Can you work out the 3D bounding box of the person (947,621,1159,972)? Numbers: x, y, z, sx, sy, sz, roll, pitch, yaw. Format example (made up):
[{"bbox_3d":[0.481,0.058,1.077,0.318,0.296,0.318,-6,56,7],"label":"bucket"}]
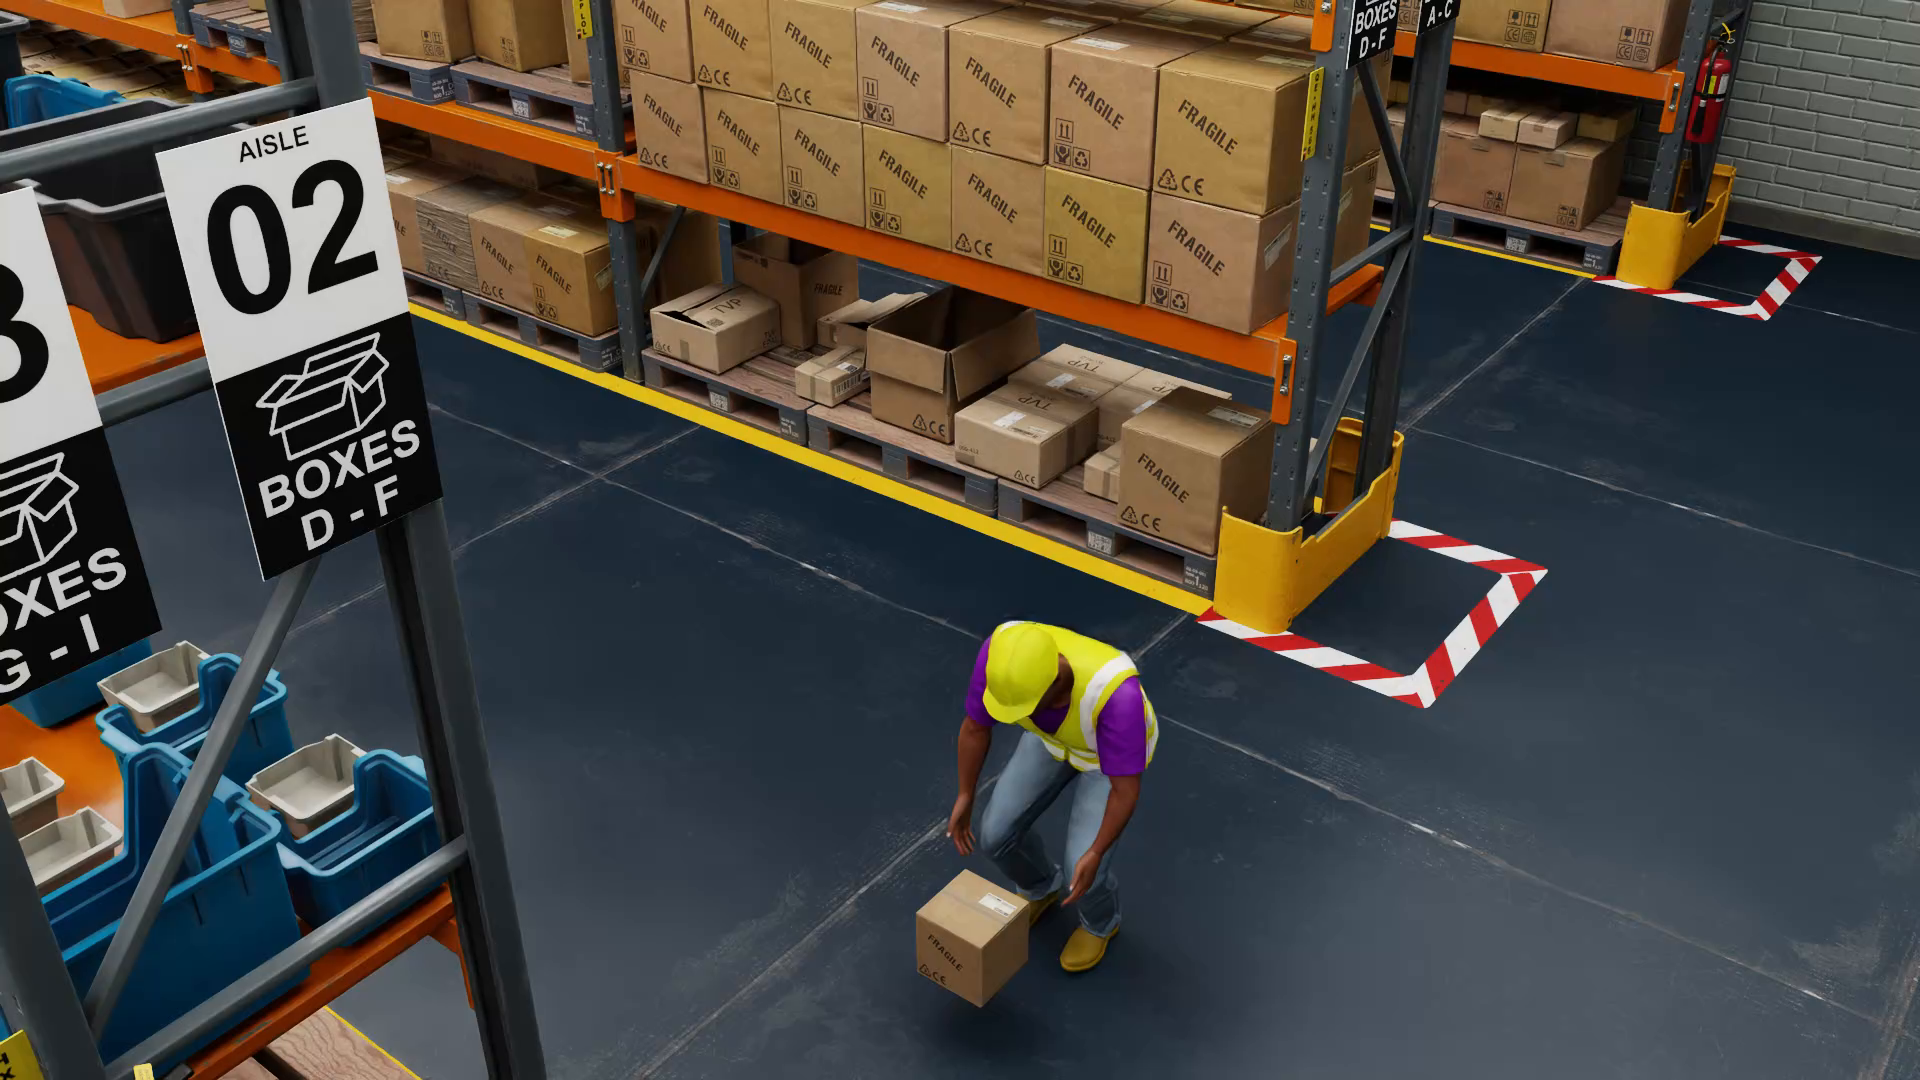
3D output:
[{"bbox_3d":[-6.300,-1.182,8.454,15.757,1.405,2.793,21,37,31],"label":"person"}]
